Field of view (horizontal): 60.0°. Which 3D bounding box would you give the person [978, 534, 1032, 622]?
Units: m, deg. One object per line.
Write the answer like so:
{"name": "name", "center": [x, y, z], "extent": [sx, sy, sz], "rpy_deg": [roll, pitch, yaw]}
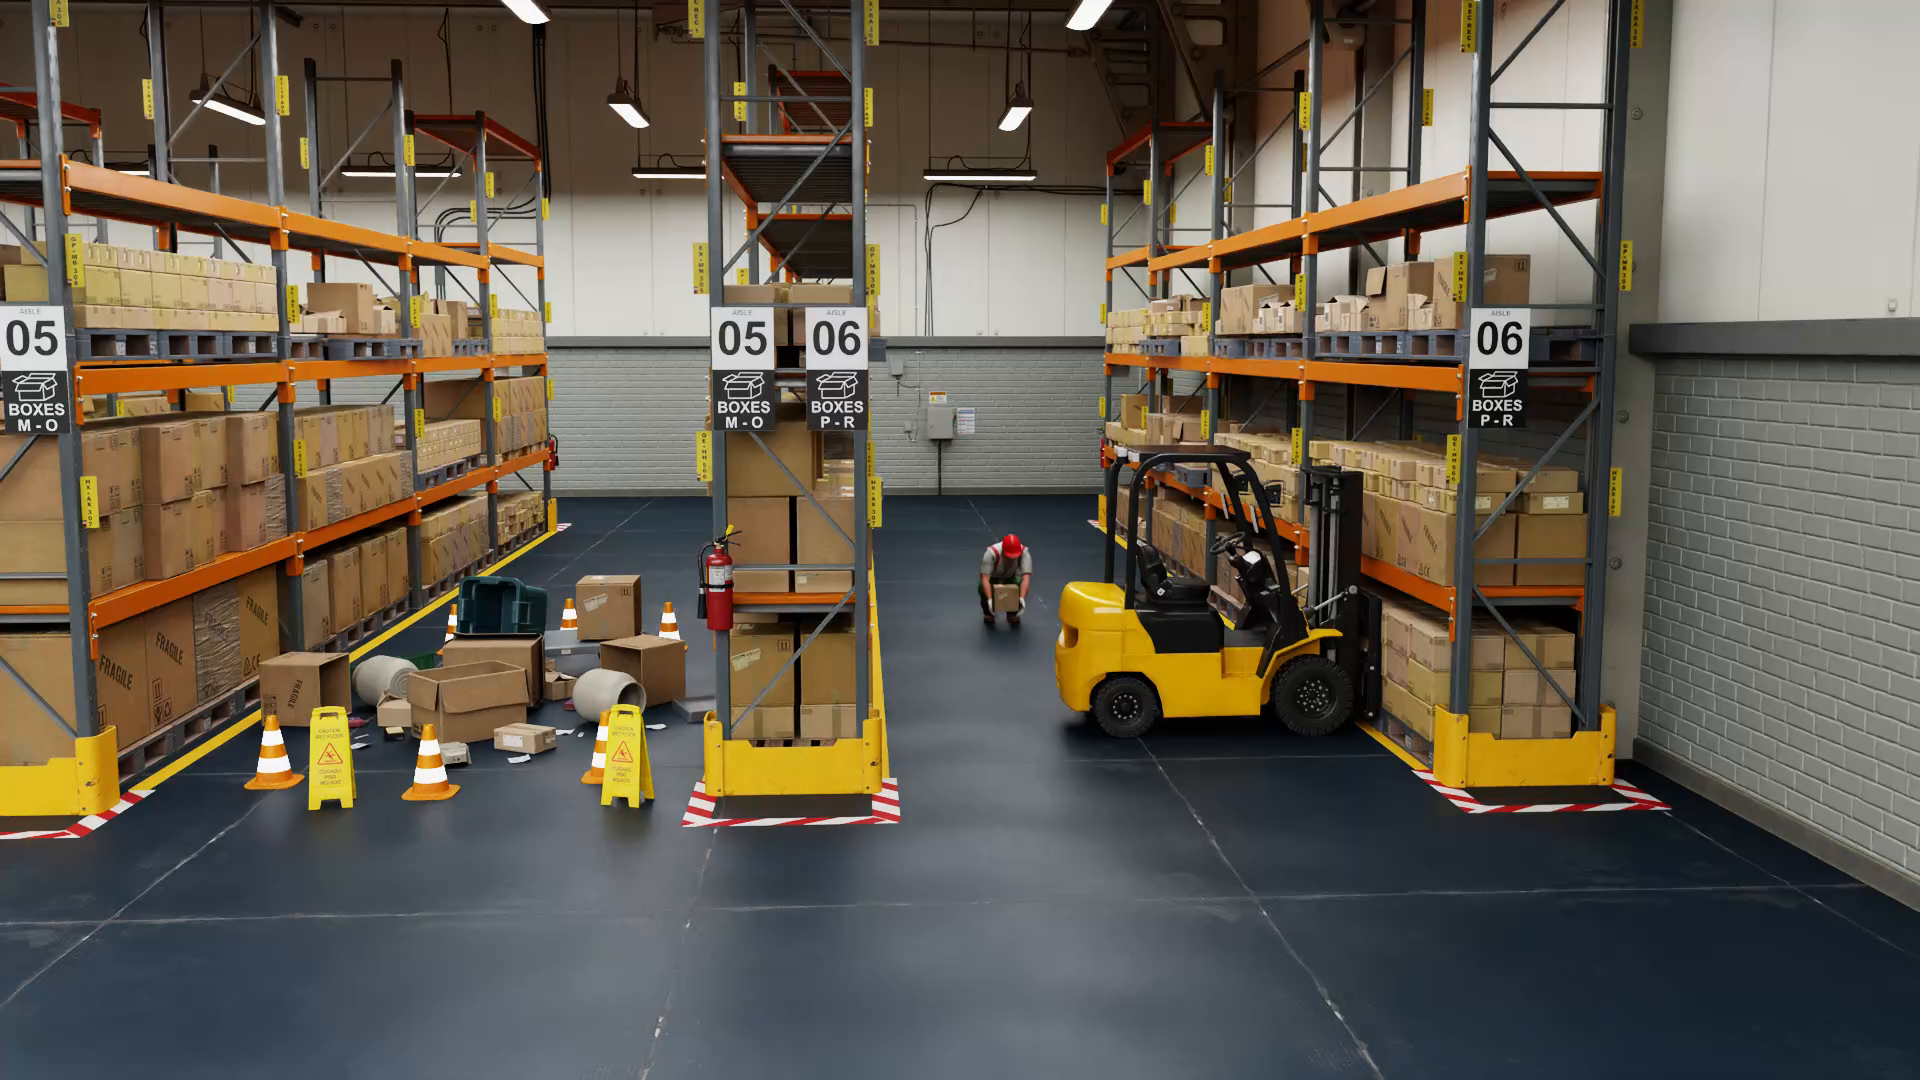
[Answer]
{"name": "person", "center": [0.476, 0.401, 17.680], "extent": [0.570, 0.990, 0.884], "rpy_deg": [0, 7, -4]}
